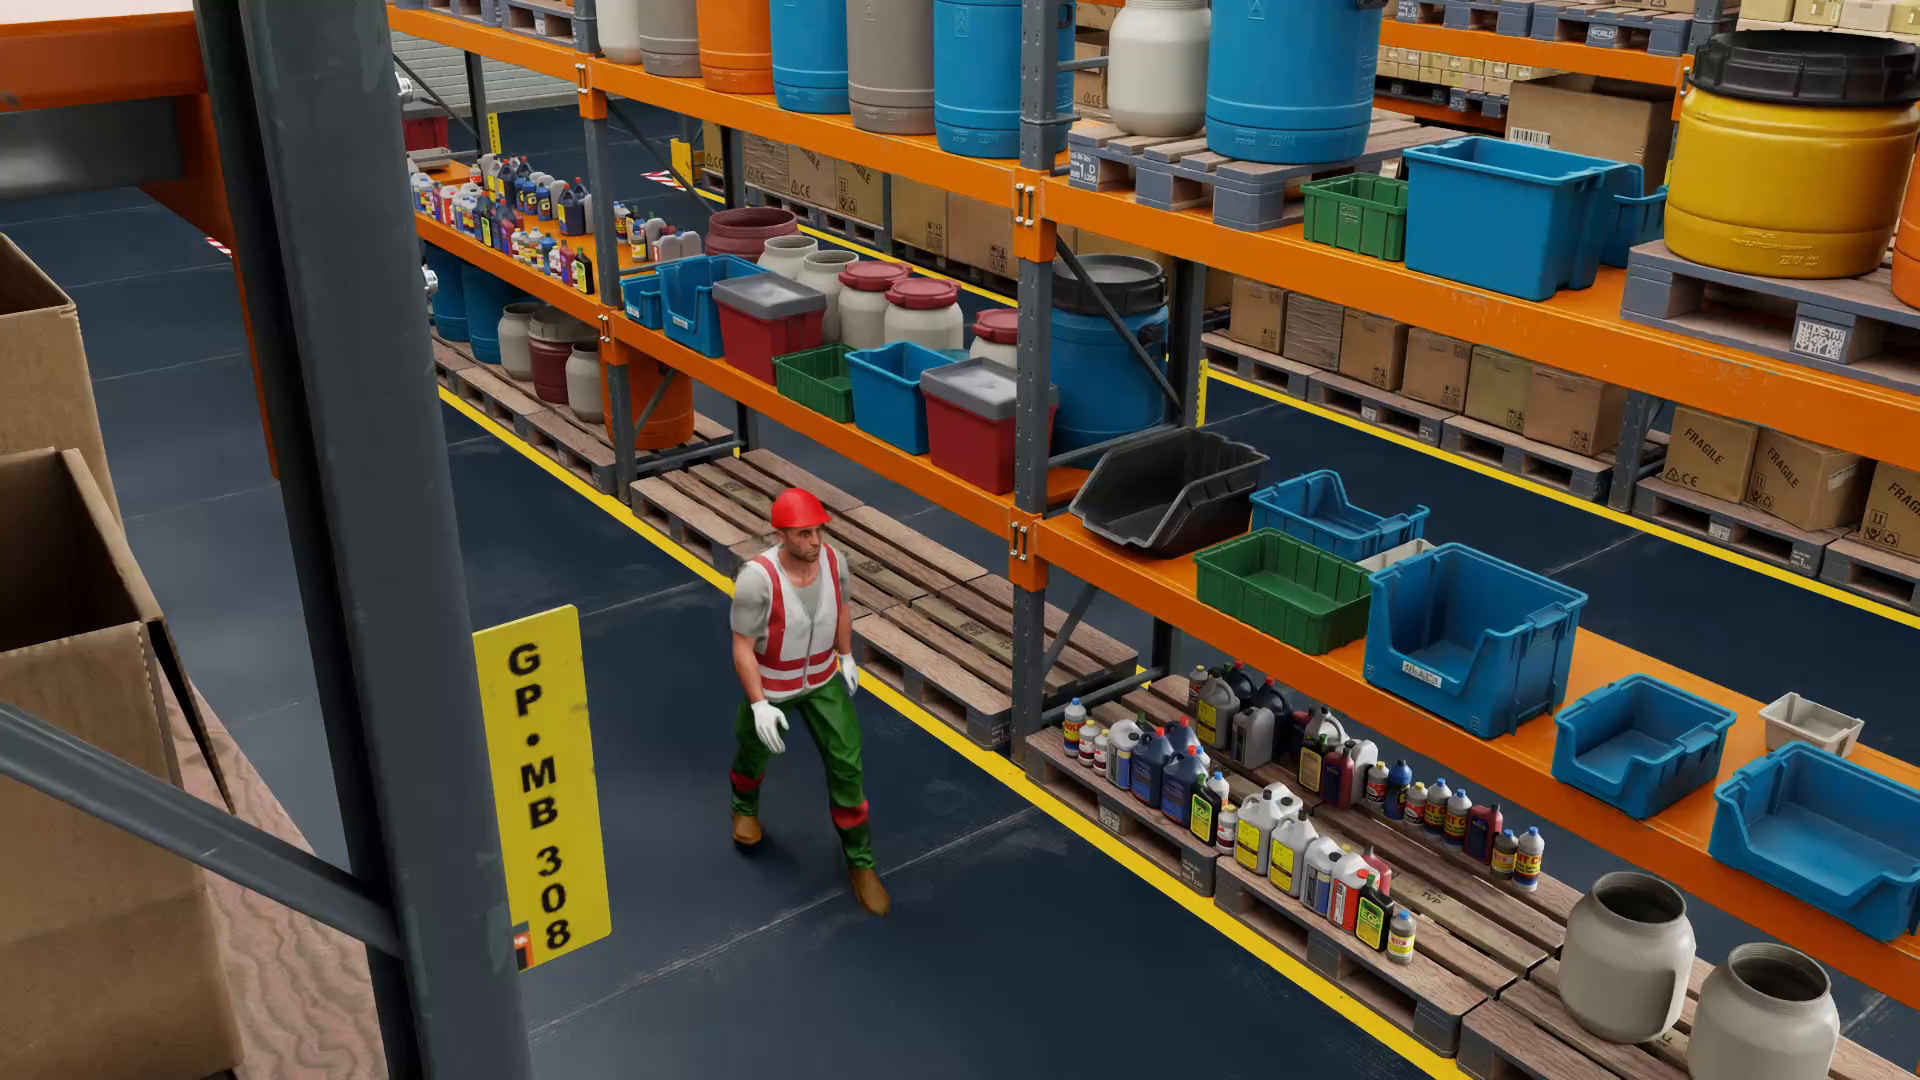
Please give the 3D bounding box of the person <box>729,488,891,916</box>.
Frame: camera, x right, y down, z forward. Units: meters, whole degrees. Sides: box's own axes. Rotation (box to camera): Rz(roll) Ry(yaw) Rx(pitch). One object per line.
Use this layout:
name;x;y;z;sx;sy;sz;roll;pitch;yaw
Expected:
person;-0.642;0.606;6.794;0.630;1.777;0.952;-14;28;-28
